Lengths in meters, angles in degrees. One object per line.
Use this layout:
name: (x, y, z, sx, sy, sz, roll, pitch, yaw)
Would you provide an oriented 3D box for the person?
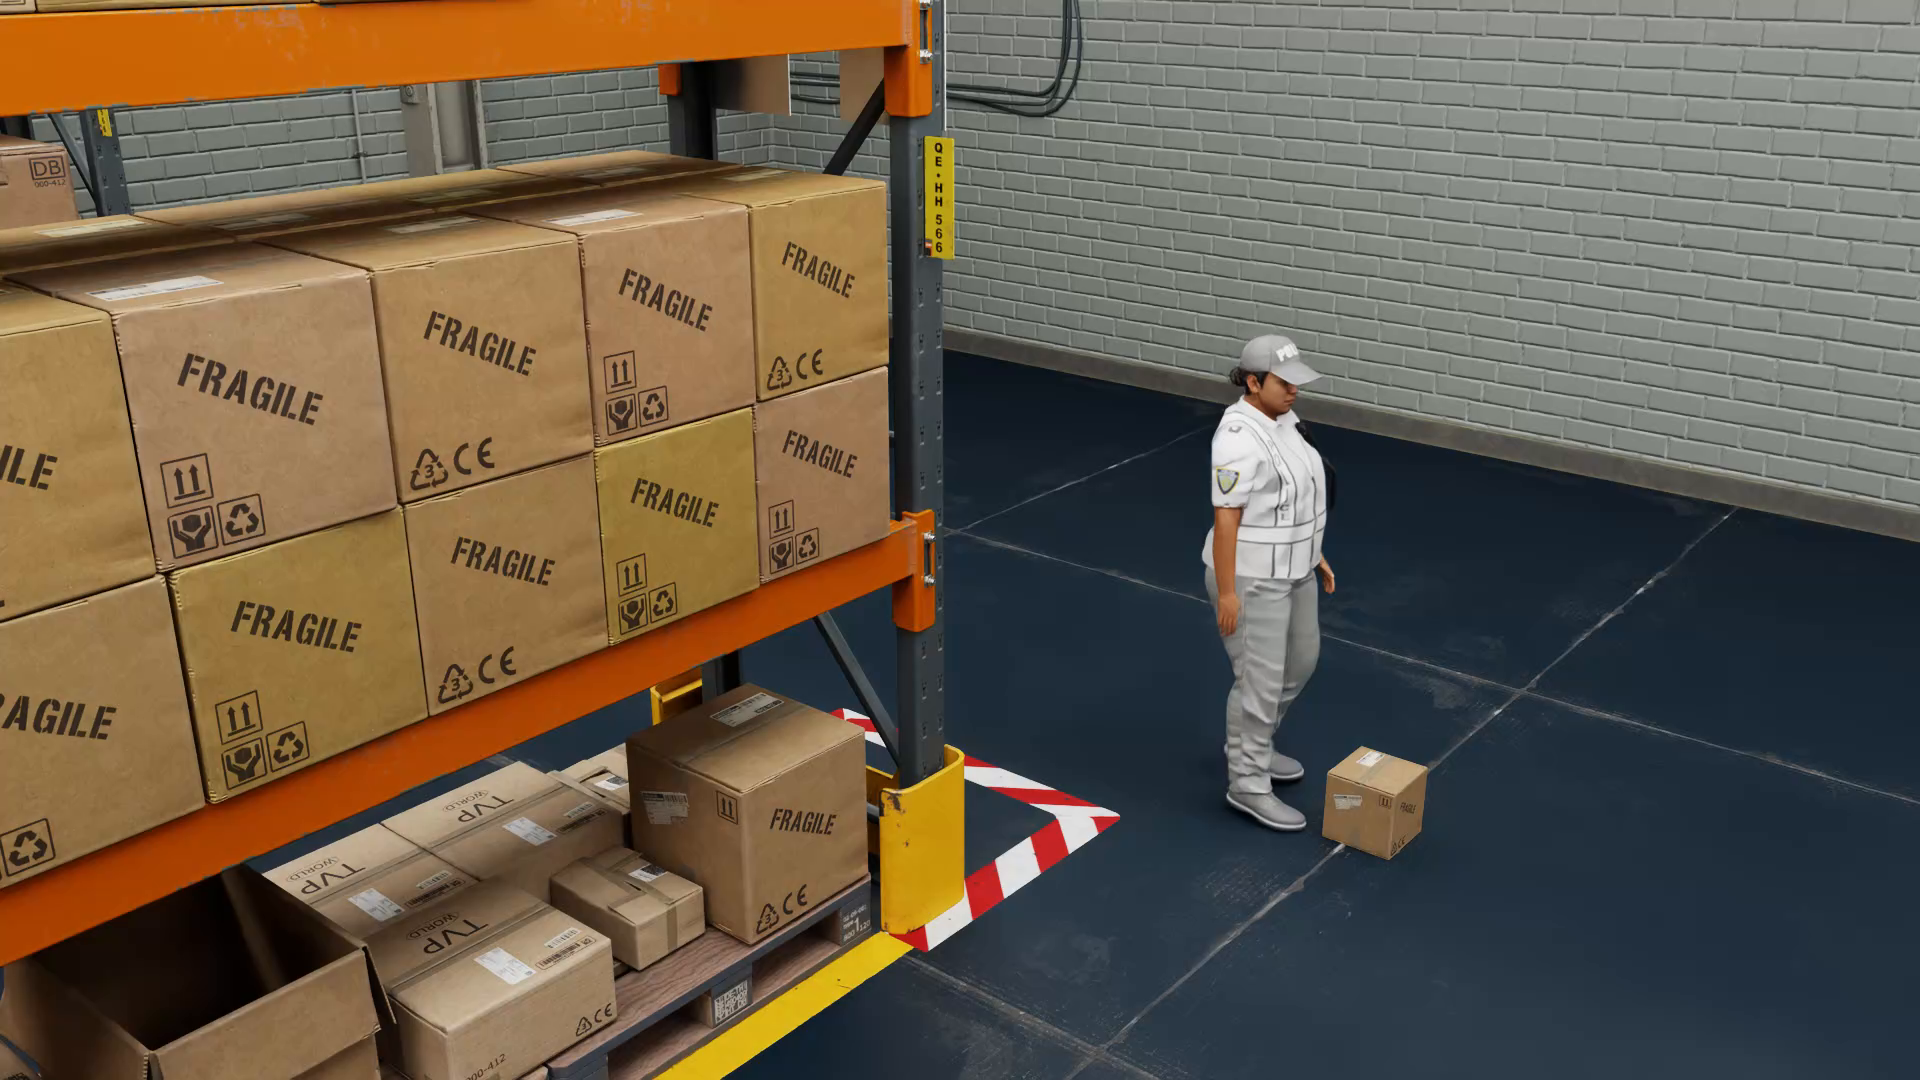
person: (1.079, 0.127, 5.695, 0.470, 1.676, 0.519, 13, 24, 31)
